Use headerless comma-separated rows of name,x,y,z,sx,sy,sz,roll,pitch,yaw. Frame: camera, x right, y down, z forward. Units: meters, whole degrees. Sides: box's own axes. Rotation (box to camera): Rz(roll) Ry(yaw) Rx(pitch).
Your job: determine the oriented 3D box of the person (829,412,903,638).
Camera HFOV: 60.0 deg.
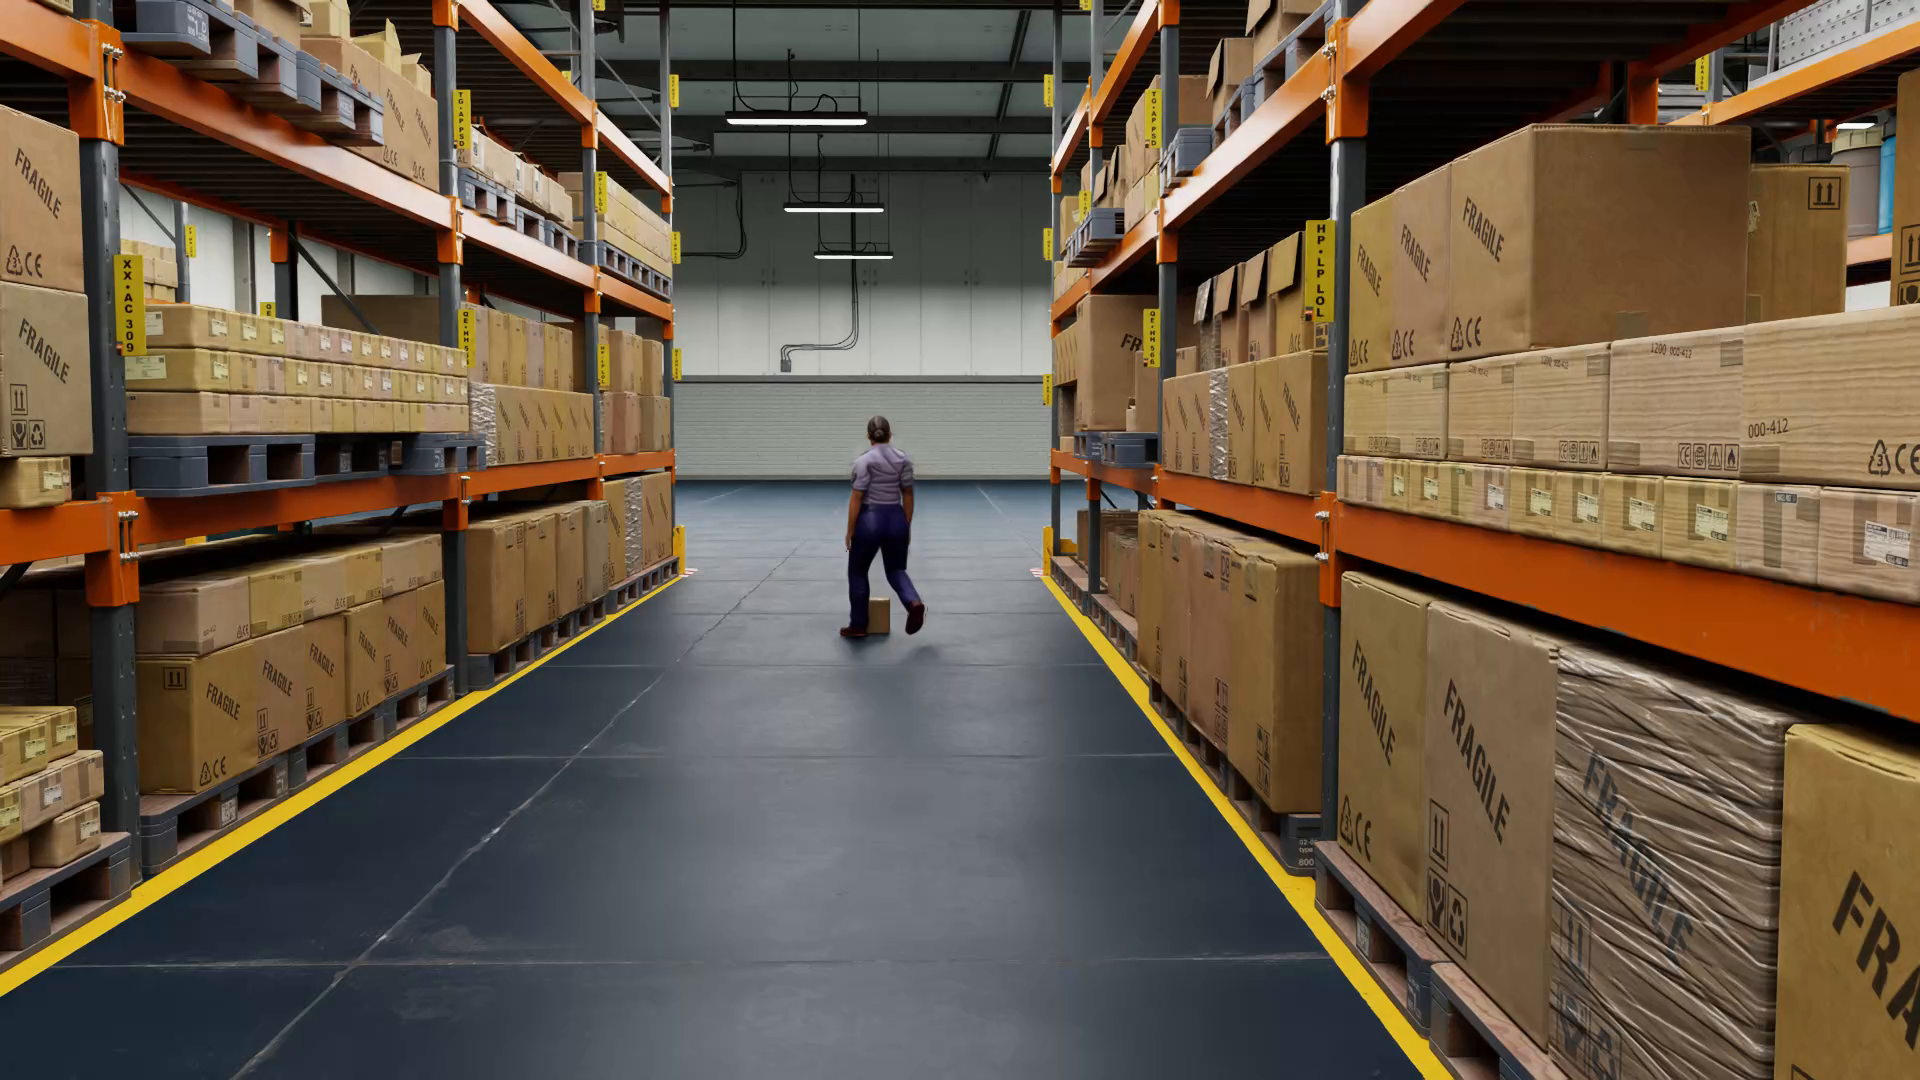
person,-0.680,-0.070,12.092,0.528,1.719,0.398,-1,4,-14
